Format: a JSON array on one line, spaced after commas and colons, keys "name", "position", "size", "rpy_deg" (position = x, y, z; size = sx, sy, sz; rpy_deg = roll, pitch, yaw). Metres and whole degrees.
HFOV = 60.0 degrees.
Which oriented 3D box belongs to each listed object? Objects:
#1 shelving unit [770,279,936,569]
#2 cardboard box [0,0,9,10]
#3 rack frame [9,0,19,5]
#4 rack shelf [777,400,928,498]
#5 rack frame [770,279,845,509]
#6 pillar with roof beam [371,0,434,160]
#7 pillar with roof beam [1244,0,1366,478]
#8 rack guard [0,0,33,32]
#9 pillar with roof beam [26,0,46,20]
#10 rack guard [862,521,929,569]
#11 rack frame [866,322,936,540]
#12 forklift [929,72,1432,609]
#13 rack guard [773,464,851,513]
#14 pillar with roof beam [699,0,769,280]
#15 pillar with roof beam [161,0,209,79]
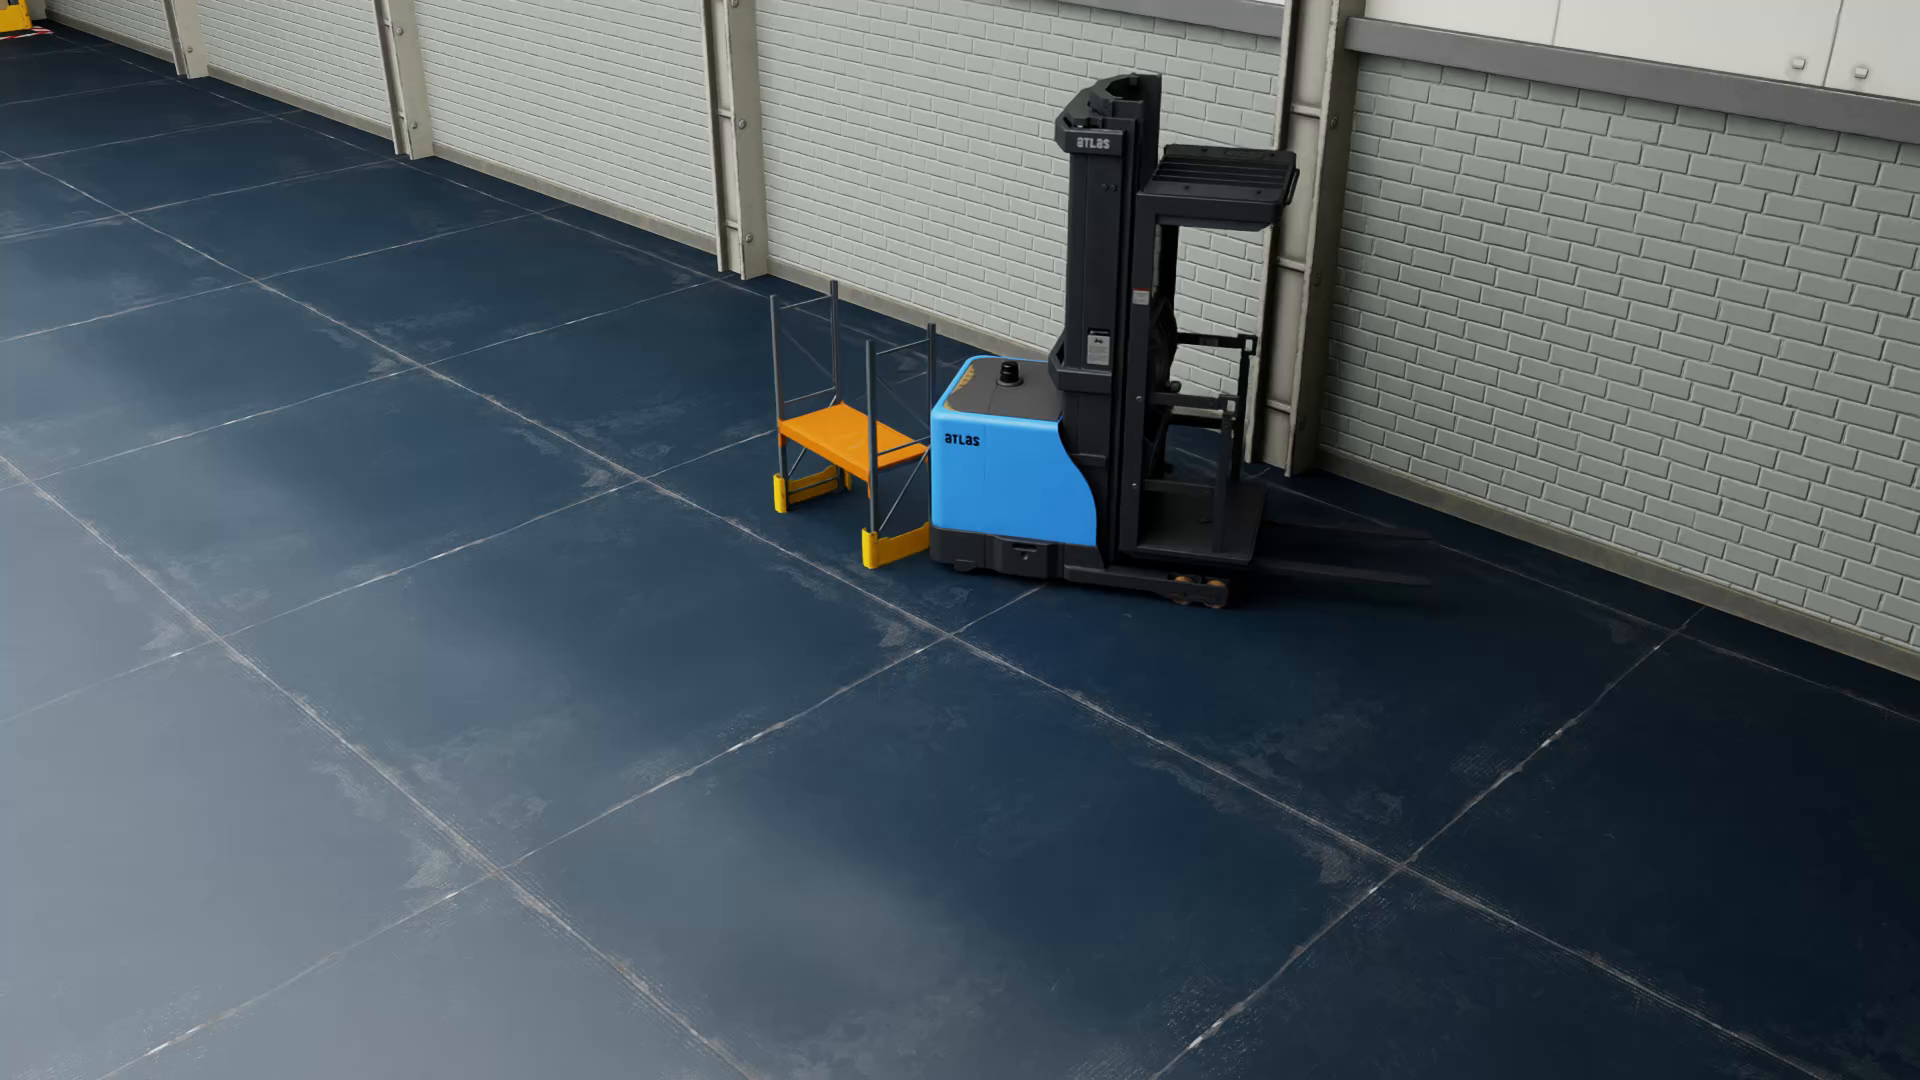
[{"name": "shelving unit", "position": [-0.676, -0.759, 10.576], "size": [0.587, 1.500, 1.083], "rpy_deg": [-21, 34, -34]}, {"name": "cardboard box", "position": [-15.197, -8.373, 25.948], "size": [0.500, 0.250, 0.500], "rpy_deg": [25, 37, 39]}, {"name": "rack frame", "position": [-14.984, -9.179, 24.977], "size": [0.127, 3.000, 1.000], "rpy_deg": [25, 36, 38]}, {"name": "rack shelf", "position": [-0.671, -0.597, 10.654], "size": [0.538, 0.185, 1.000], "rpy_deg": [-21, 34, -34]}, {"name": "rack frame", "position": [-0.991, -0.940, 10.919], "size": [0.500, 1.500, 0.032], "rpy_deg": [-21, 34, -34]}, {"name": "pillar with roof beam", "position": [-9.310, -7.017, 14.418], "size": [0.400, 9.000, 9.100], "rpy_deg": [25, 36, 38]}, {"name": "pillar with roof beam", "position": [-0.753, -3.101, 6.972], "size": [0.400, 9.000, 9.100], "rpy_deg": [25, 36, 38]}, {"name": "rack guard", "position": [-14.967, -8.065, 25.544], "size": [0.348, 0.500, 1.175], "rpy_deg": [25, 36, 38]}, {"name": "pillar with roof beam", "position": [-17.867, -10.932, 21.865], "size": [0.400, 9.000, 9.100], "rpy_deg": [25, 36, 38]}, {"name": "rack guard", "position": [-0.362, -0.026, 10.525], "size": [0.587, 0.250, 0.087], "rpy_deg": [-21, 34, -34]}, {"name": "rack frame", "position": [-0.350, -0.573, 10.221], "size": [0.500, 1.500, 0.032], "rpy_deg": [-21, 34, -34]}, {"name": "forklift", "position": [1.384, -1.161, 9.803], "size": [3.031, 2.935, 1.130], "rpy_deg": [7, 29, 13]}, {"name": "rack guard", "position": [-0.990, -0.386, 11.209], "size": [0.587, 0.250, 0.087], "rpy_deg": [-21, 34, -34]}, {"name": "pillar with roof beam", "position": [-5.031, -5.059, 10.695], "size": [0.400, 9.000, 9.100], "rpy_deg": [25, 36, 38]}, {"name": "pillar with roof beam", "position": [-13.588, -8.974, 18.142], "size": [0.400, 9.000, 9.100], "rpy_deg": [25, 36, 38]}]
